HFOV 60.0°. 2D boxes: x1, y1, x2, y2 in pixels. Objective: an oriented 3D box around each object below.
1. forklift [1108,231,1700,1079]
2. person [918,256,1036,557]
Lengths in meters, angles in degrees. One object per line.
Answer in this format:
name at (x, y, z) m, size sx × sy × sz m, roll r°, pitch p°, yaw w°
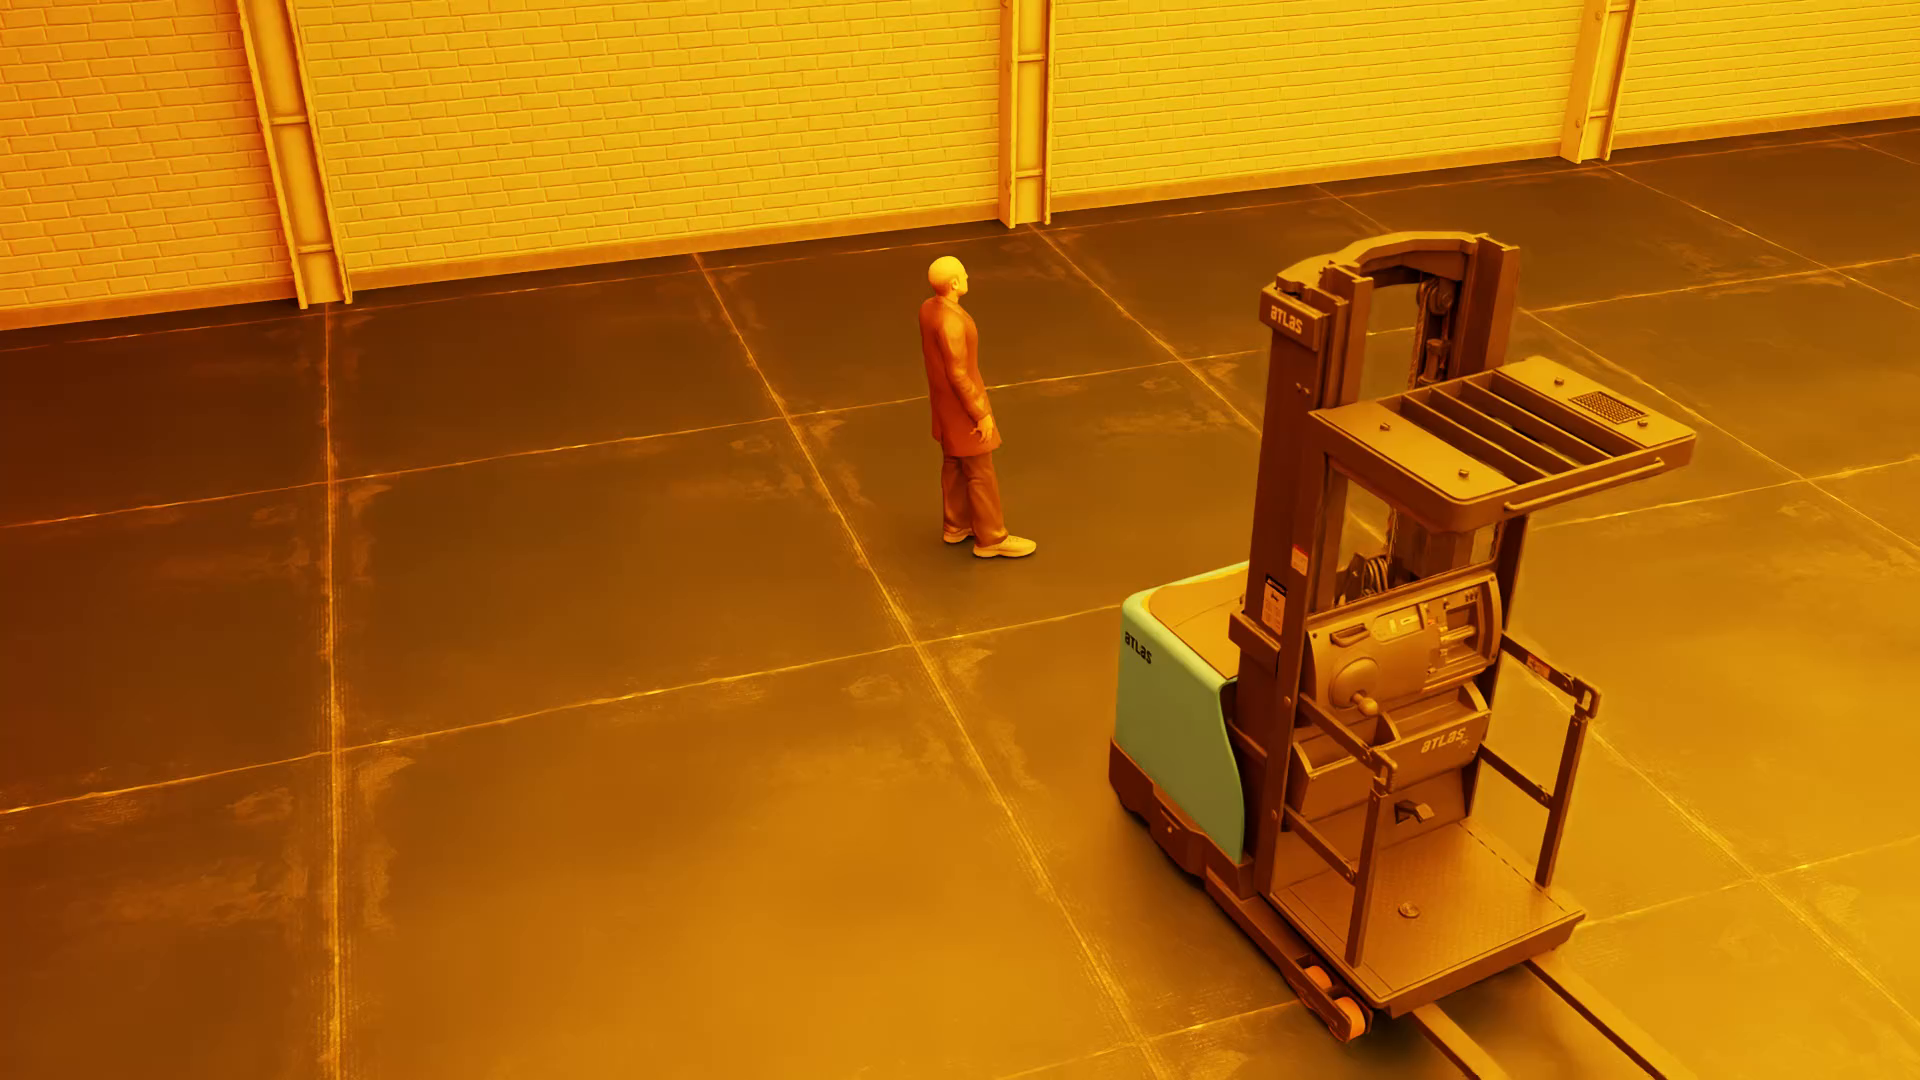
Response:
forklift at (1.836, 0.452, 6.301) m, size 1.130 × 2.935 × 3.031 m, roll -15°, pitch 33°, yaw -24°
person at (0.087, -0.789, 9.600) m, size 0.582 × 1.775 × 0.696 m, roll -10°, pitch 31°, yaw -16°
